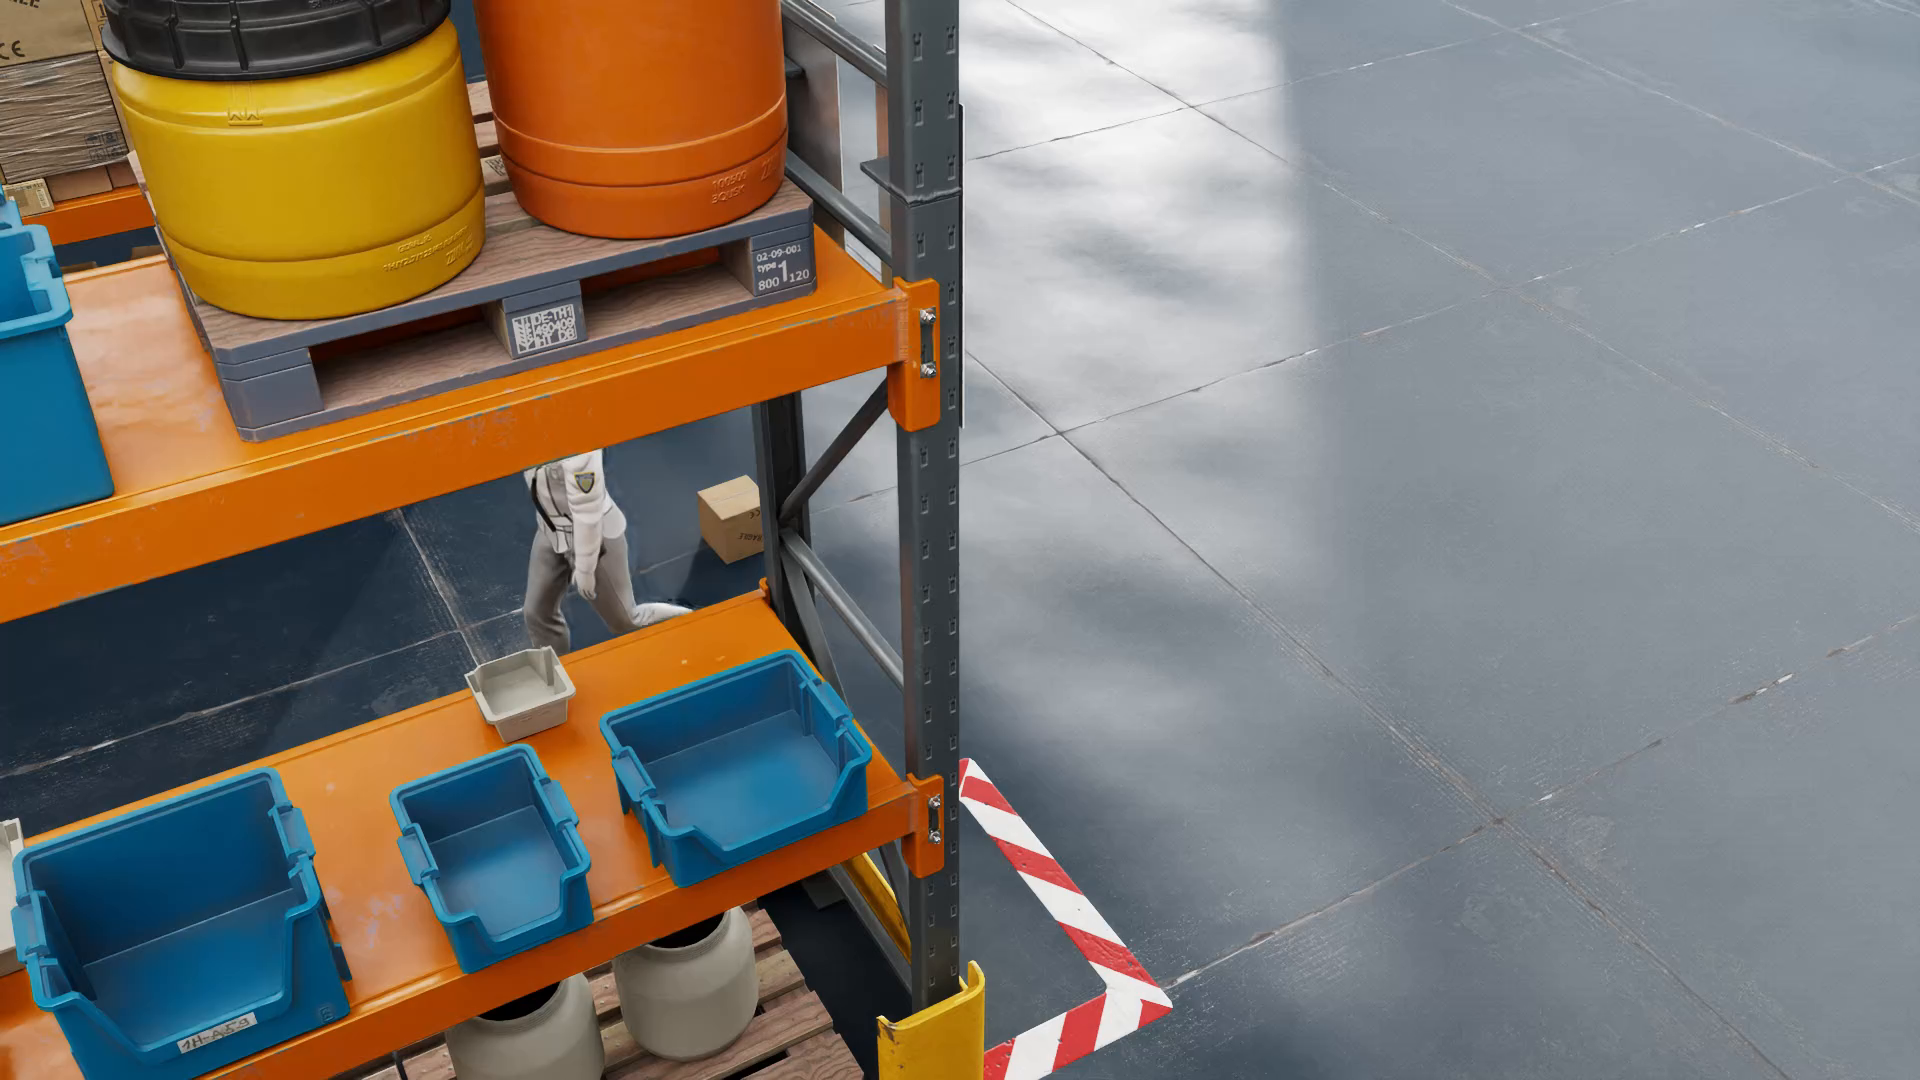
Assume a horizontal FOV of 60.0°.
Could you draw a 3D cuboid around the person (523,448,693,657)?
[{"bbox_3d":[-1.351,-0.037,6.176,0.916,1.634,0.484,-20,42,-25],"label":"person"}]
